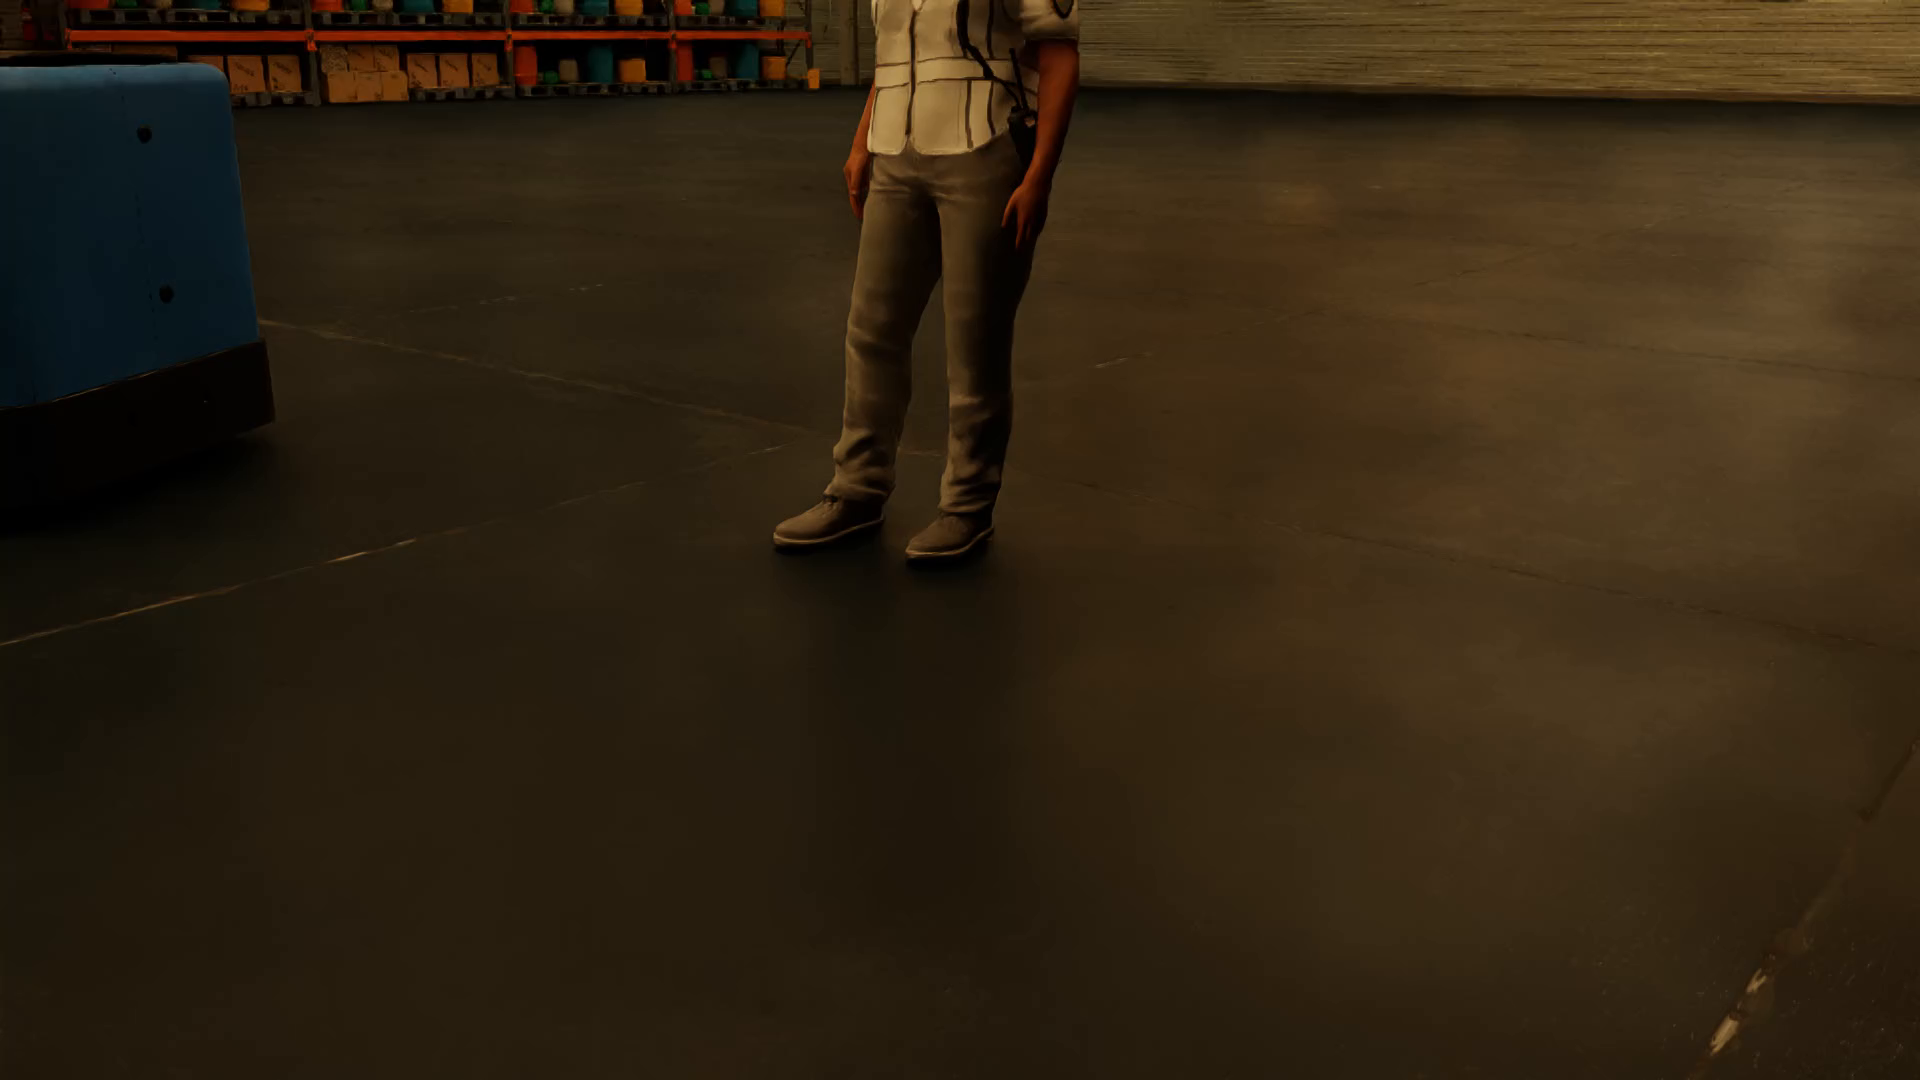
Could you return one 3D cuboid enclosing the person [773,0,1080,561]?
[{"bbox_3d":[-0.066,-0.791,3.655,0.598,1.669,0.529,13,21,37],"label":"person"}]

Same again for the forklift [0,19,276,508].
[{"bbox_3d":[-3.563,-1.638,4.291,3.031,2.935,1.130,3,17,11],"label":"forklift"}]
